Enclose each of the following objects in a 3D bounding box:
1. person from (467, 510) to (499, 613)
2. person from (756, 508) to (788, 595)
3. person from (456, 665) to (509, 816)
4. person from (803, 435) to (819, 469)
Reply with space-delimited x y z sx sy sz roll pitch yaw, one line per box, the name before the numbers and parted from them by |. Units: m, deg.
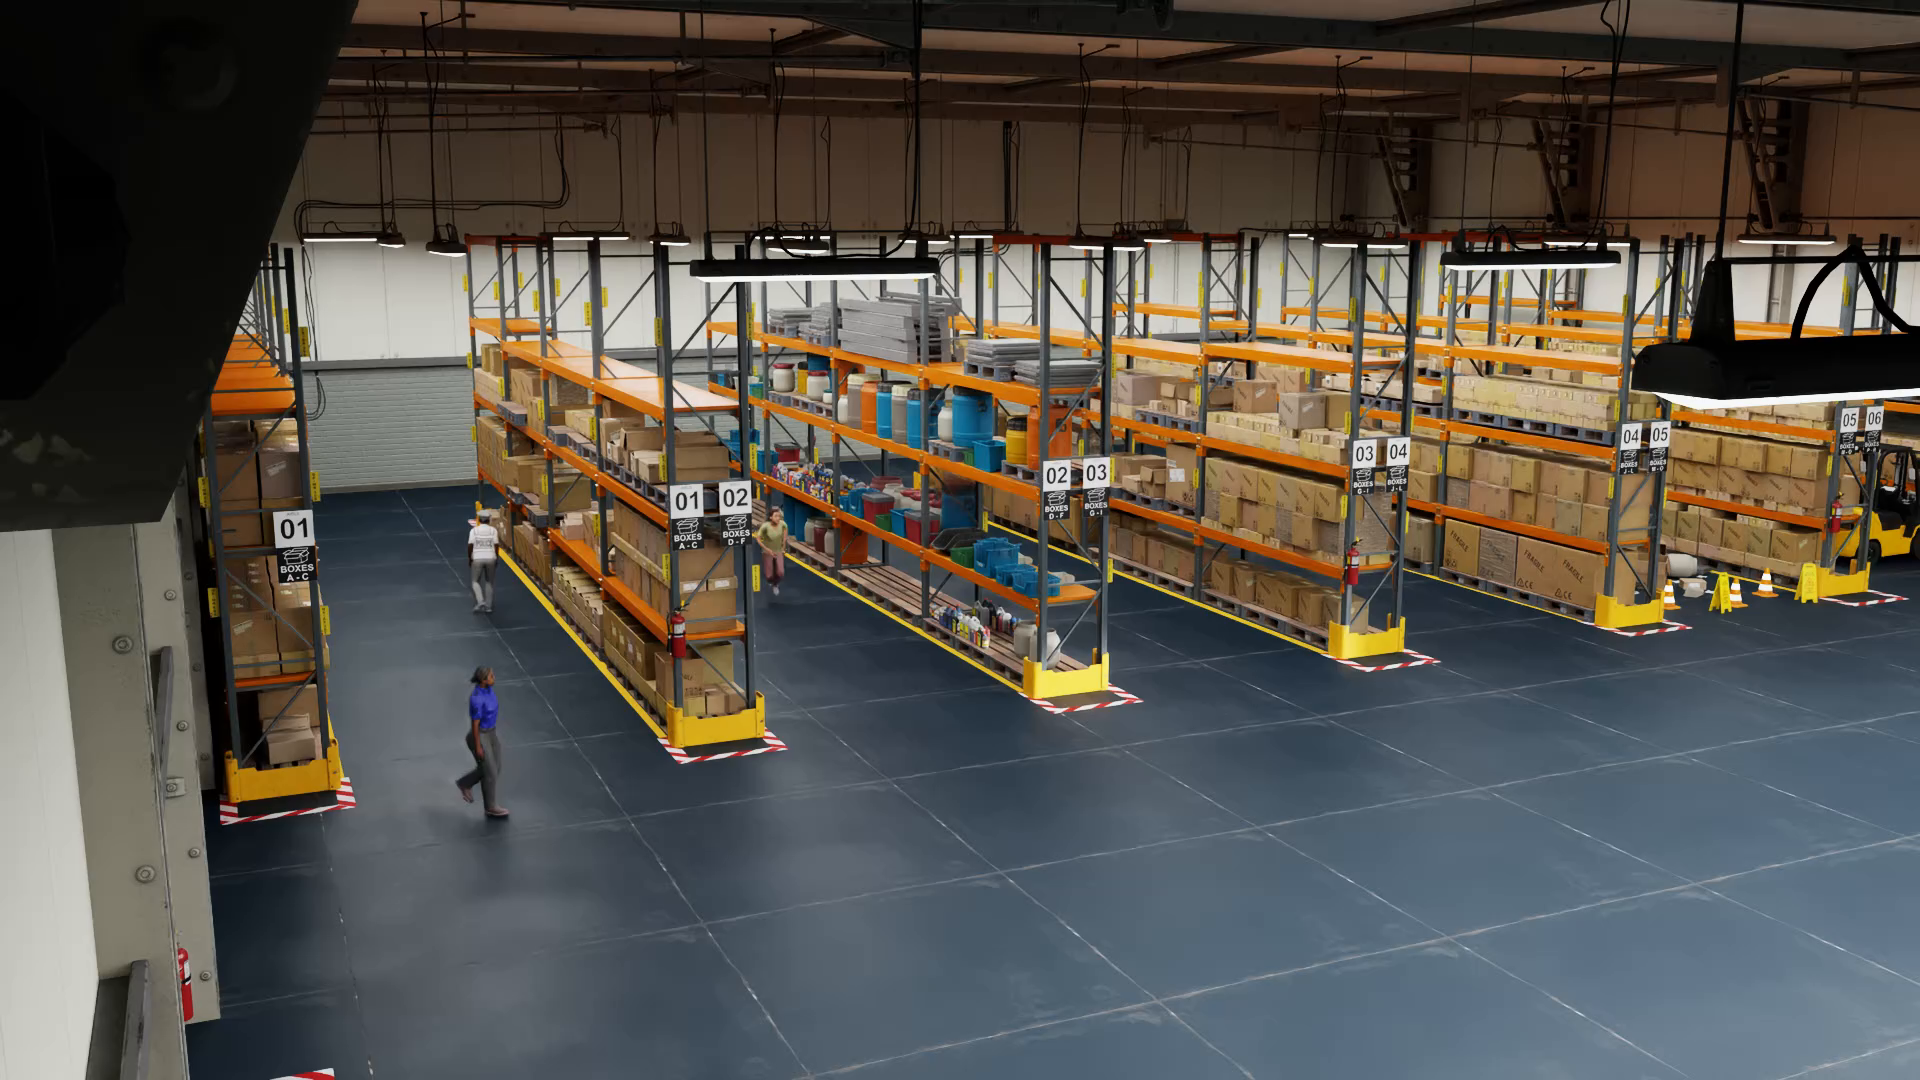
person | -7.701 0.370 26.937 0.501 1.645 0.642 -4 12 -21
person | -3.103 0.182 27.503 0.575 1.506 0.685 -3 11 -15
person | -5.157 2.122 17.795 0.686 1.635 0.445 3 11 15
person | -3.293 -1.543 36.927 0.596 1.605 0.458 -9 14 -38
